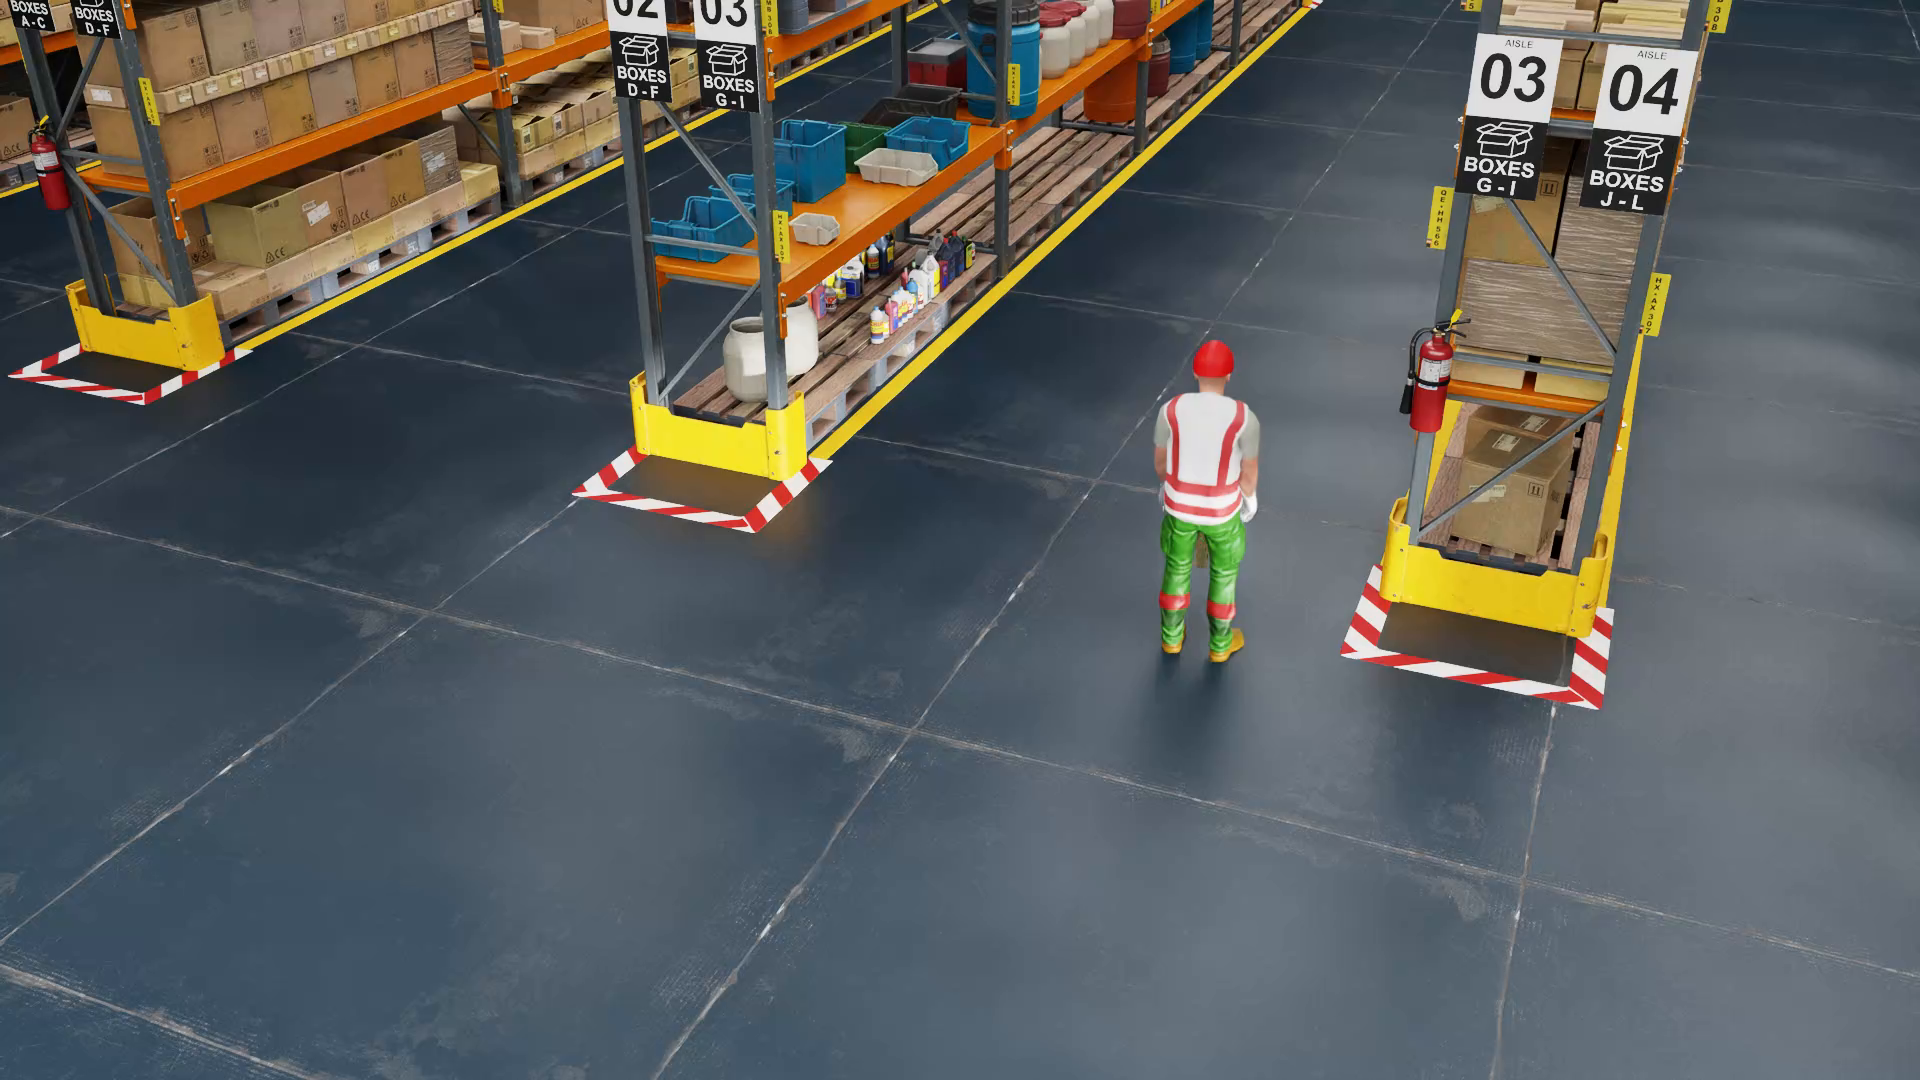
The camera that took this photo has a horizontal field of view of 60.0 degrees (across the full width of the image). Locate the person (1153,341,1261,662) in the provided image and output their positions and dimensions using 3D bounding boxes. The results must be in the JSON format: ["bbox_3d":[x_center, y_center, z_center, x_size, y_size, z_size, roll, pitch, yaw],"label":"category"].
[{"bbox_3d":[1.273,-0.187,8.713,0.550,1.785,0.411,10,31,18],"label":"person"}]
